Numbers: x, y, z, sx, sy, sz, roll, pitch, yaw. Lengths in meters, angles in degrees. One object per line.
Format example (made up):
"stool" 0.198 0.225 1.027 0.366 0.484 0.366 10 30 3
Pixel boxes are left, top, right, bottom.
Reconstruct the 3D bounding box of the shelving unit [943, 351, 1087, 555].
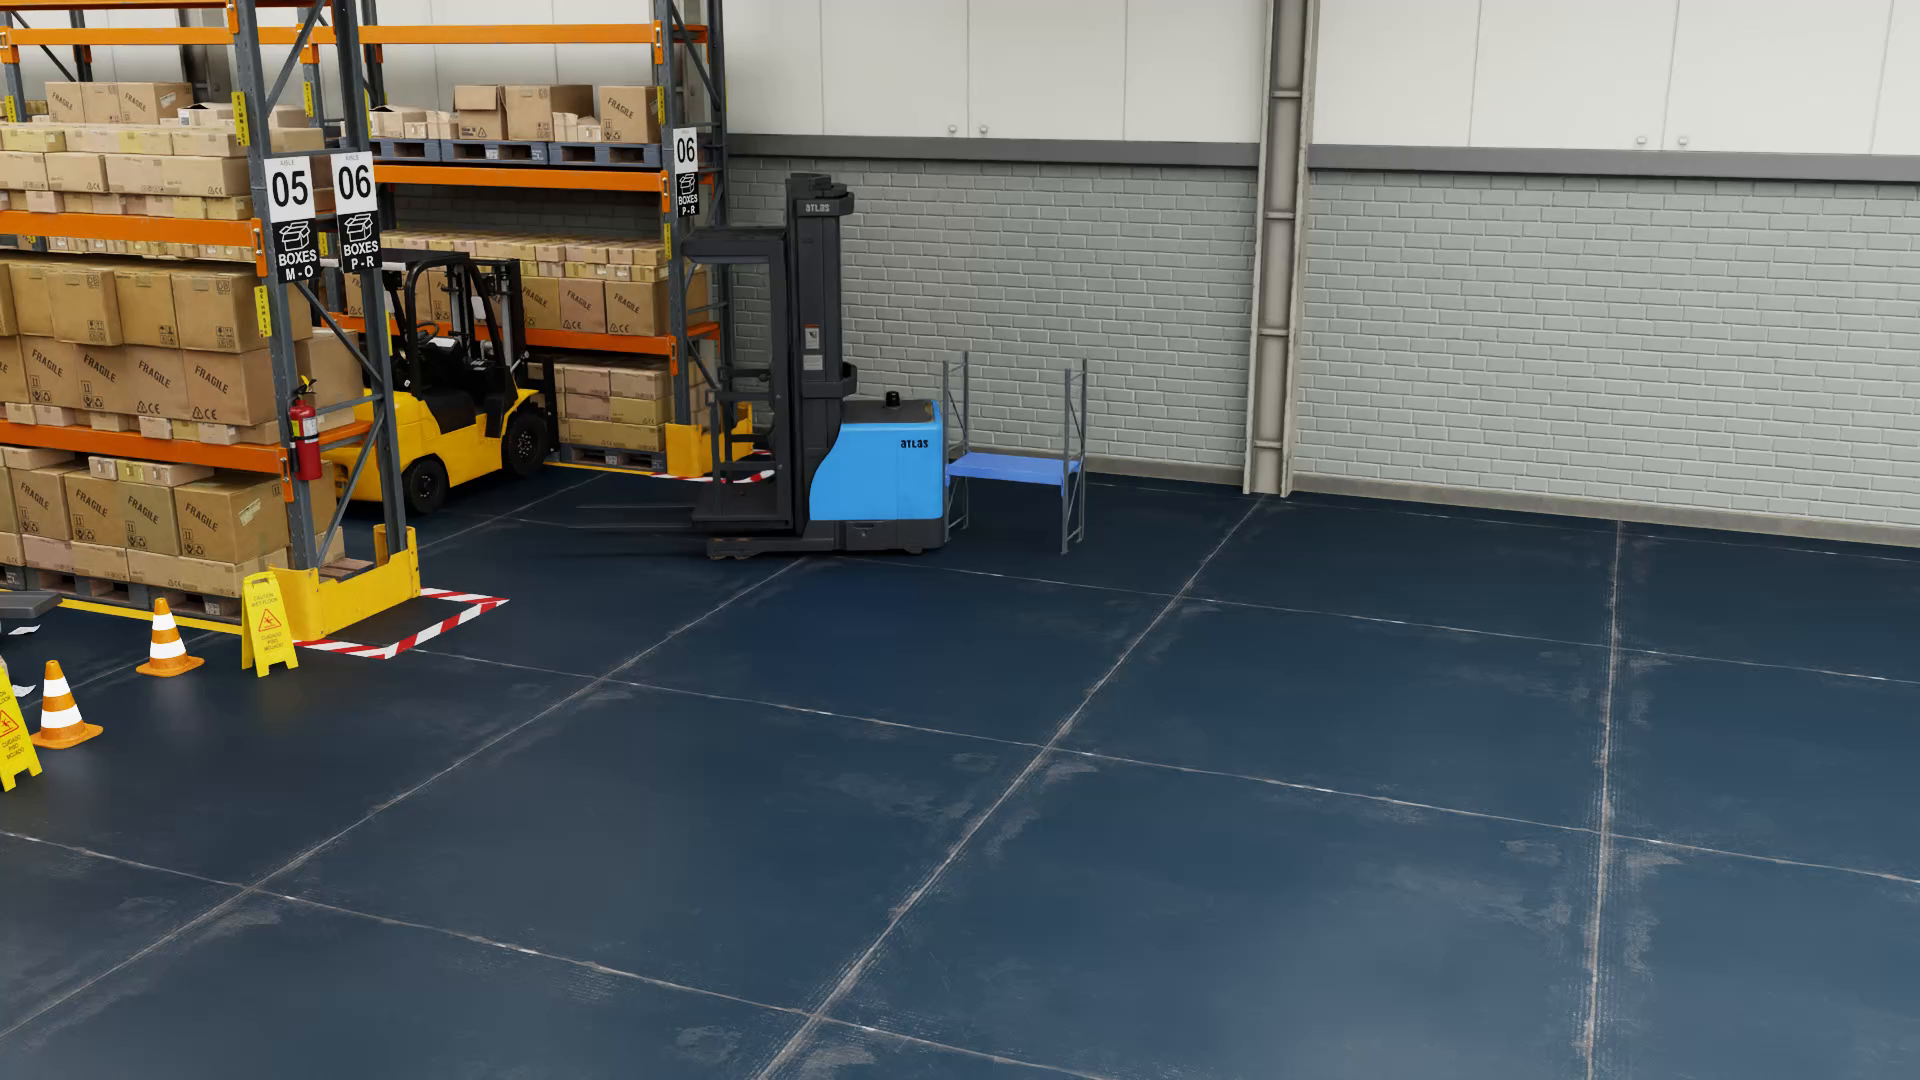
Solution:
"shelving unit" 0.442 -0.717 13.454 1.048 1.500 0.538 6 17 20

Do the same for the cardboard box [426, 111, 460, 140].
"cardboard box" -4.904 -3.998 15.994 0.258 0.266 0.396 6 17 19

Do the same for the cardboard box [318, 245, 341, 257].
"cardboard box" -6.572 -2.940 17.078 0.250 0.149 0.380 7 18 23

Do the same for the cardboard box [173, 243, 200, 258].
"cardboard box" -8.047 -3.070 17.526 0.250 0.149 0.380 6 17 19

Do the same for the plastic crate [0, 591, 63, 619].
"plastic crate" -6.831 0.460 11.946 0.583 0.080 0.402 0 16 1

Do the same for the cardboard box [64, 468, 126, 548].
"cardboard box" -6.064 -0.268 12.050 0.500 0.500 0.500 6 17 19

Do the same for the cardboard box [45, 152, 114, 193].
"cardboard box" -5.796 -2.504 11.273 0.500 0.250 0.500 7 18 22

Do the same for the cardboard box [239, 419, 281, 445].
"cardboard box" -4.696 -0.768 11.391 0.250 0.149 0.380 7 18 22

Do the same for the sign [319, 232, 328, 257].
"sign" -6.363 -2.980 16.622 0.005 0.325 0.100 6 17 21

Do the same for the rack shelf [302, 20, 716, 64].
"rack shelf" -4.312 -4.742 15.875 4.000 0.370 1.077 6 17 21

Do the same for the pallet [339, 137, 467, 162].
"pallet" -5.370 -3.921 16.577 1.213 0.211 1.003 6 17 21

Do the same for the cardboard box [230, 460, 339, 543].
"cardboard box" -4.941 -0.304 12.175 0.500 0.500 0.500 6 17 19

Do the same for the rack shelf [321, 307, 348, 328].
"rack shelf" -8.033 -2.462 18.066 4.000 0.370 1.077 6 17 21

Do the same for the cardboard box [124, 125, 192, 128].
"cardboard box" -5.660 -2.855 11.768 0.250 0.149 0.380 7 18 22

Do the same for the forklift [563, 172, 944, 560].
"forklift" -1.656 -1.402 13.245 3.031 2.935 1.130 -1 16 -2

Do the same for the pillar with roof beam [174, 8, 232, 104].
"pillar with roof beam" -9.930 -4.877 14.333 0.400 9.000 9.100 6 17 21

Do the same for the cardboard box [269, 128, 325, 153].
"cardboard box" -4.525 -2.698 11.228 0.250 0.149 0.380 6 17 20

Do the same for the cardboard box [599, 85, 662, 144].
"cardboard box" -2.953 -3.914 15.285 0.500 0.500 0.500 7 18 22

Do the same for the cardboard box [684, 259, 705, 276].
"cardboard box" -2.672 -2.656 16.098 0.250 0.149 0.380 6 17 19

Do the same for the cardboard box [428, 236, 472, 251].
"cardboard box" -5.015 -2.896 16.394 0.250 0.149 0.380 6 17 20

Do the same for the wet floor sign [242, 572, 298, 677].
"wet floor sign" -4.485 0.521 10.721 0.232 0.644 0.267 14 21 40

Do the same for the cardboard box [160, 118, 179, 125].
"cardboard box" -8.025 -4.285 17.193 0.250 0.149 0.380 6 17 20

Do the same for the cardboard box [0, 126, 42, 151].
"cardboard box" -6.586 -2.782 11.518 0.250 0.149 0.380 6 17 20

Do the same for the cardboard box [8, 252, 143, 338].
"cardboard box" -6.218 -1.739 11.778 0.500 0.500 0.700 6 17 20

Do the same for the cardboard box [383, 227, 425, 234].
"cardboard box" -5.765 -3.151 17.272 0.250 0.149 0.380 6 17 21

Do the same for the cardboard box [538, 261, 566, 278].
"cardboard box" -3.837 -2.621 15.978 0.250 0.149 0.380 6 17 19

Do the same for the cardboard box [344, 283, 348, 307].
"cardboard box" -6.535 -2.653 17.700 0.500 0.250 0.500 7 17 22

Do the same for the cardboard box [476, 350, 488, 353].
"cardboard box" -4.899 -1.731 16.641 0.500 0.250 0.500 7 18 23

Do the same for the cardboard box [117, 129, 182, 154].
"cardboard box" -5.380 -2.664 11.111 0.250 0.149 0.380 6 17 21

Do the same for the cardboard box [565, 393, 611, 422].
"cardboard box" -3.482 -1.338 16.185 0.500 0.250 0.500 6 17 20

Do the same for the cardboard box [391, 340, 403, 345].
"cardboard box" -5.644 -1.964 17.445 0.500 0.250 0.500 7 17 22

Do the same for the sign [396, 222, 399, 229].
"sign" -5.971 -3.201 17.625 0.005 0.325 0.100 6 17 21

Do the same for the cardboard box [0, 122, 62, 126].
"cardboard box" -6.847 -2.993 12.245 0.250 0.149 0.380 7 18 22

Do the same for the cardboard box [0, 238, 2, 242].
"cardboard box" -11.480 -3.383 19.007 0.637 0.503 0.797 6 17 19

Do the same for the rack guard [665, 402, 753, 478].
"rack guard" -2.429 -0.991 16.191 0.348 0.500 1.175 6 17 21

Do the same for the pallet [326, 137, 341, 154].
"pallet" -6.998 -4.039 17.168 1.217 0.209 0.805 6 17 18

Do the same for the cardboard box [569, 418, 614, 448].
"cardboard box" -3.464 -1.095 16.243 0.500 0.250 0.500 6 17 21

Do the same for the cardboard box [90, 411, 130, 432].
"cardboard box" -5.911 -0.881 11.779 0.250 0.149 0.380 6 17 20

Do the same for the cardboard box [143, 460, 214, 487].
"cardboard box" -5.477 -0.494 11.664 0.250 0.149 0.380 7 18 22

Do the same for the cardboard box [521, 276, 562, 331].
"cardboard box" -3.962 -2.332 16.147 0.500 0.500 0.500 6 17 20

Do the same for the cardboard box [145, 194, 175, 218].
"cardboard box" -5.182 -2.243 11.090 0.250 0.149 0.380 7 18 22

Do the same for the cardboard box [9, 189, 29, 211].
"cardboard box" -6.354 -2.382 11.568 0.250 0.149 0.380 6 17 21

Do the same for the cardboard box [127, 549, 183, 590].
"cardboard box" -5.599 0.145 11.974 0.500 0.250 0.500 6 17 21

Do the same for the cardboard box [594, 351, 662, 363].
"cardboard box" -3.296 -1.704 16.548 0.500 0.250 0.500 6 17 21

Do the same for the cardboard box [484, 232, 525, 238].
"cardboard box" -4.585 -3.012 16.792 0.250 0.149 0.380 6 17 20

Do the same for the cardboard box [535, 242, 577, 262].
"cardboard box" -3.844 -2.758 15.917 0.250 0.149 0.380 7 18 22

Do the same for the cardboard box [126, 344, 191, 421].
"cardboard box" -5.340 -1.134 11.486 0.500 0.500 0.500 6 17 21

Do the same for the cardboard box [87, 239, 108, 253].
"cardboard box" -9.208 -3.216 18.030 0.250 0.149 0.380 7 18 22

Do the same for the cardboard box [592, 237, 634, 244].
"cardboard box" -3.392 -2.874 16.318 0.250 0.149 0.380 6 17 21

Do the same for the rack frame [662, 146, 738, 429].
"rack frame" -2.452 -2.194 15.851 0.127 3.000 1.000 6 17 21

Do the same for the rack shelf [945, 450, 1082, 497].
"rack shelf" 0.442 -0.545 13.504 1.000 0.185 0.538 6 17 20

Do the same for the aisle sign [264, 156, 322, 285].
"aisle sign" -4.318 -2.073 10.772 0.004 0.787 0.394 6 17 21

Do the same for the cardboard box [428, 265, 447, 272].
"cardboard box" -5.033 -2.745 16.405 0.250 0.149 0.380 6 17 20

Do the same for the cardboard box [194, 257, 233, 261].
"cardboard box" -7.678 -2.860 17.517 0.500 0.250 0.500 7 17 22
